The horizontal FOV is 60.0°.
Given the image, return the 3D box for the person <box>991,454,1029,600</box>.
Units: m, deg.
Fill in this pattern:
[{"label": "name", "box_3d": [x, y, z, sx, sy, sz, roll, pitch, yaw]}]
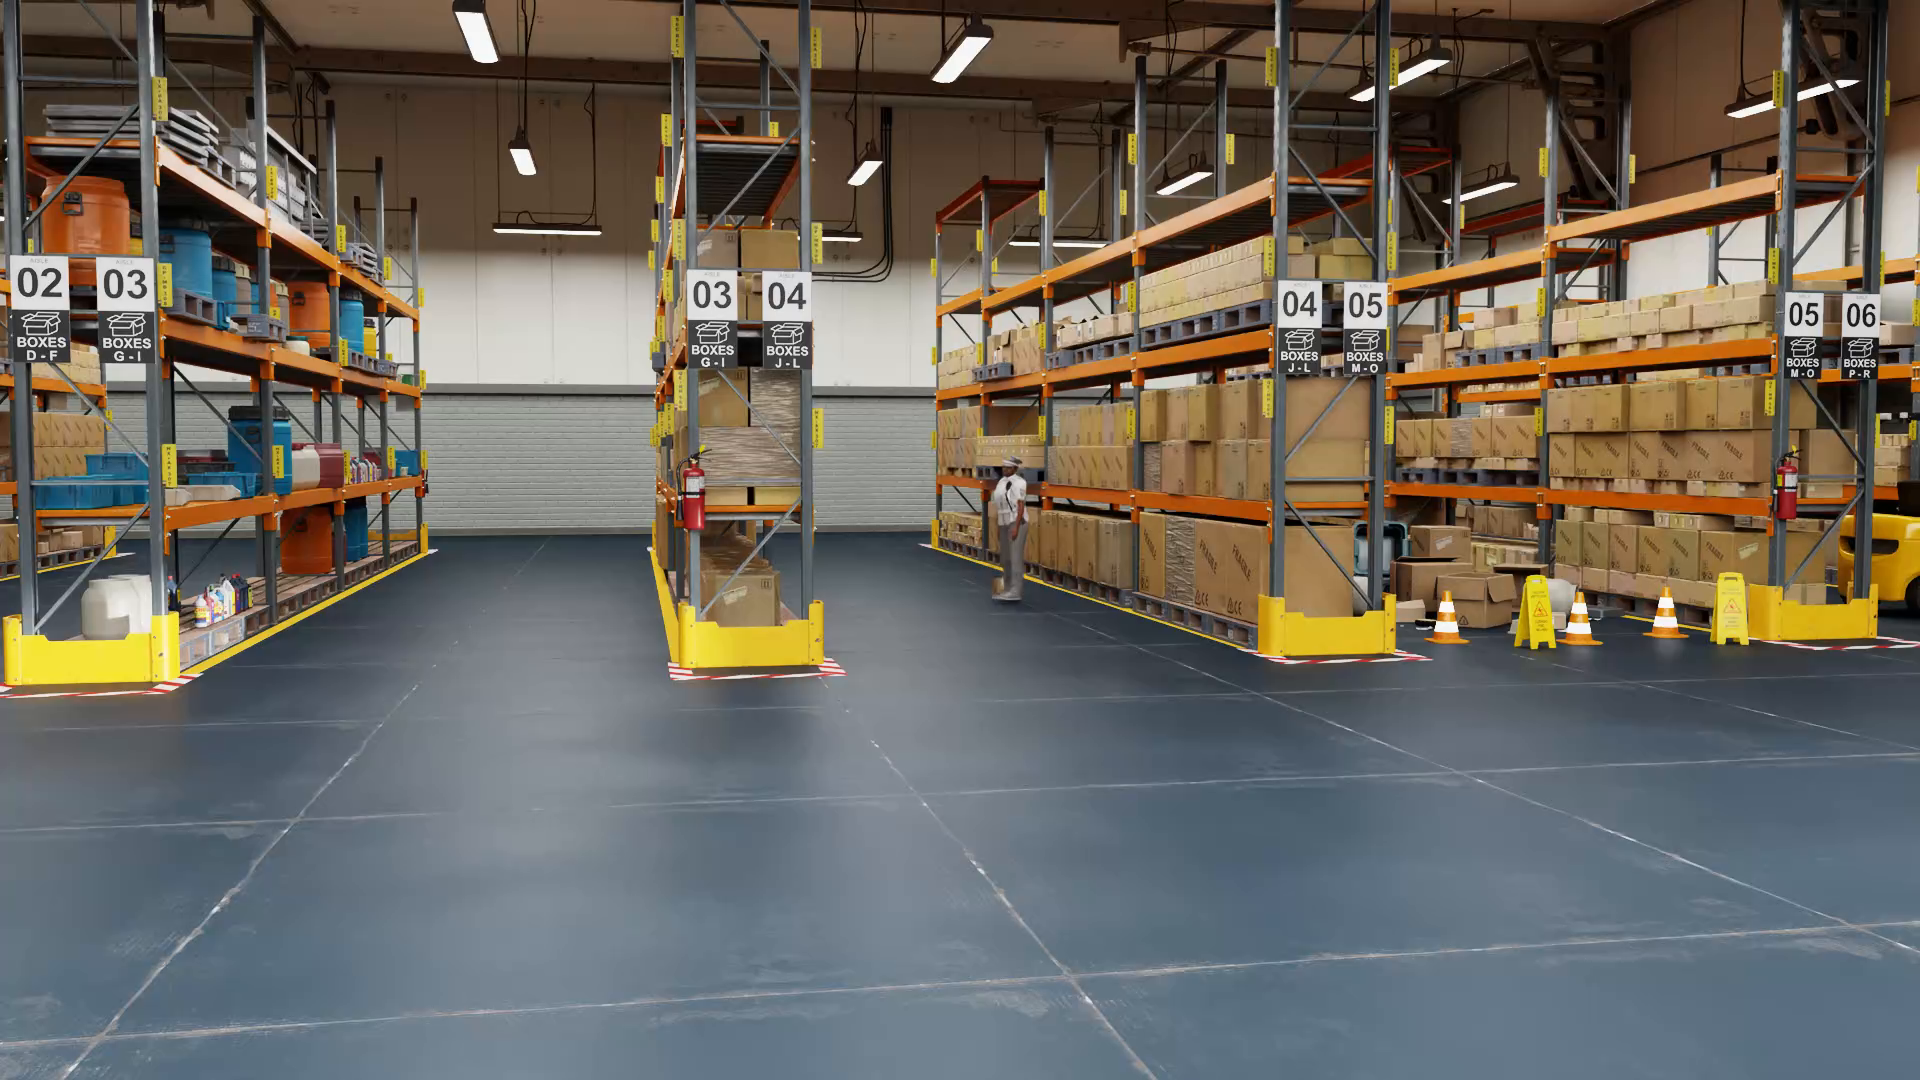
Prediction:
[{"label": "person", "box_3d": [0.535, -0.138, 19.077, 0.445, 1.686, 0.514, -2, 4, -35]}]
